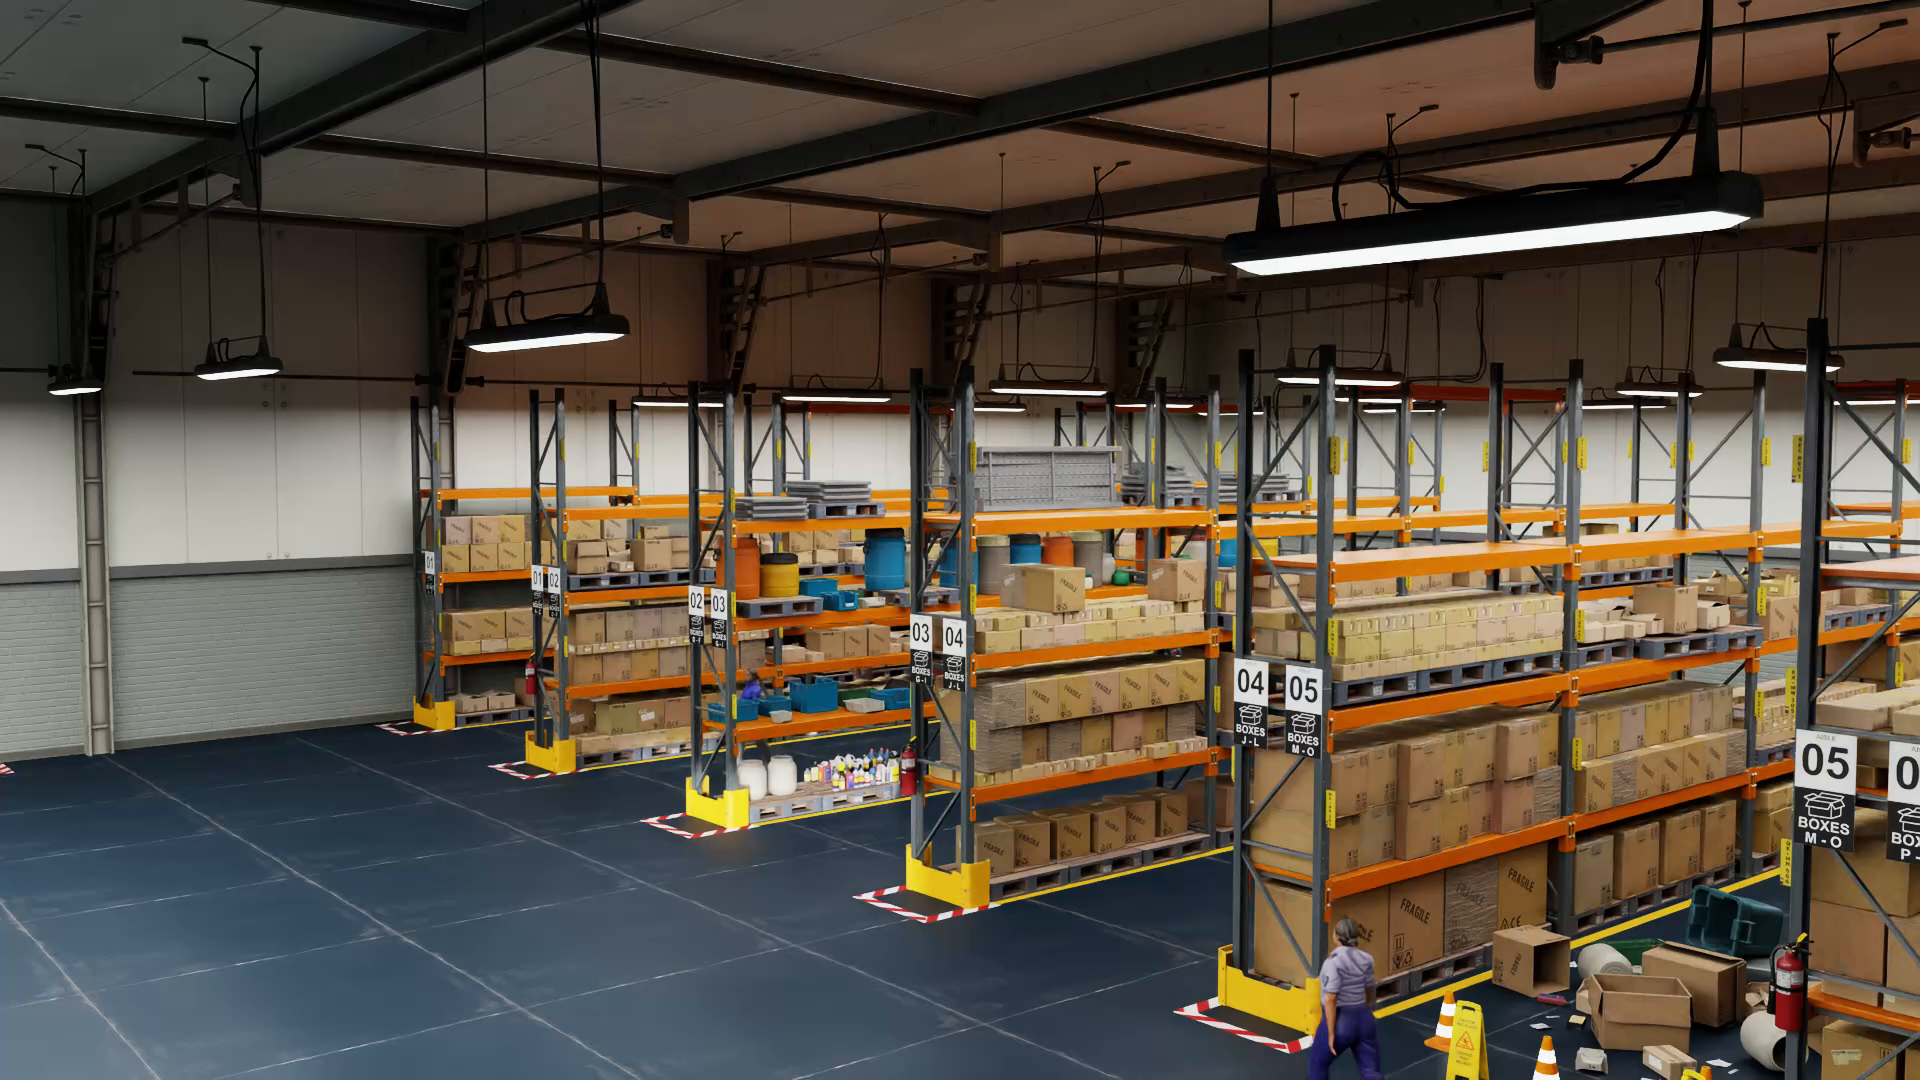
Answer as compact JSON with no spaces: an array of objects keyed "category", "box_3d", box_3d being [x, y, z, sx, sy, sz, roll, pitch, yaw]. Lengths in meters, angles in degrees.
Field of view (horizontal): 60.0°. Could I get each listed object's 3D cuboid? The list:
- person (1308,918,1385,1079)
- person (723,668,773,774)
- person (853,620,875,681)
[{"category":"person","box_3d":[2.890,3.623,12.436,0.487,1.592,1.042,-2,4,-25]},{"category":"person","box_3d":[-3.283,2.812,25.943,0.849,1.636,0.468,-2,4,-35]},{"category":"person","box_3d":[-1.967,2.341,33.925,0.463,1.686,0.692,2,4,29]}]
